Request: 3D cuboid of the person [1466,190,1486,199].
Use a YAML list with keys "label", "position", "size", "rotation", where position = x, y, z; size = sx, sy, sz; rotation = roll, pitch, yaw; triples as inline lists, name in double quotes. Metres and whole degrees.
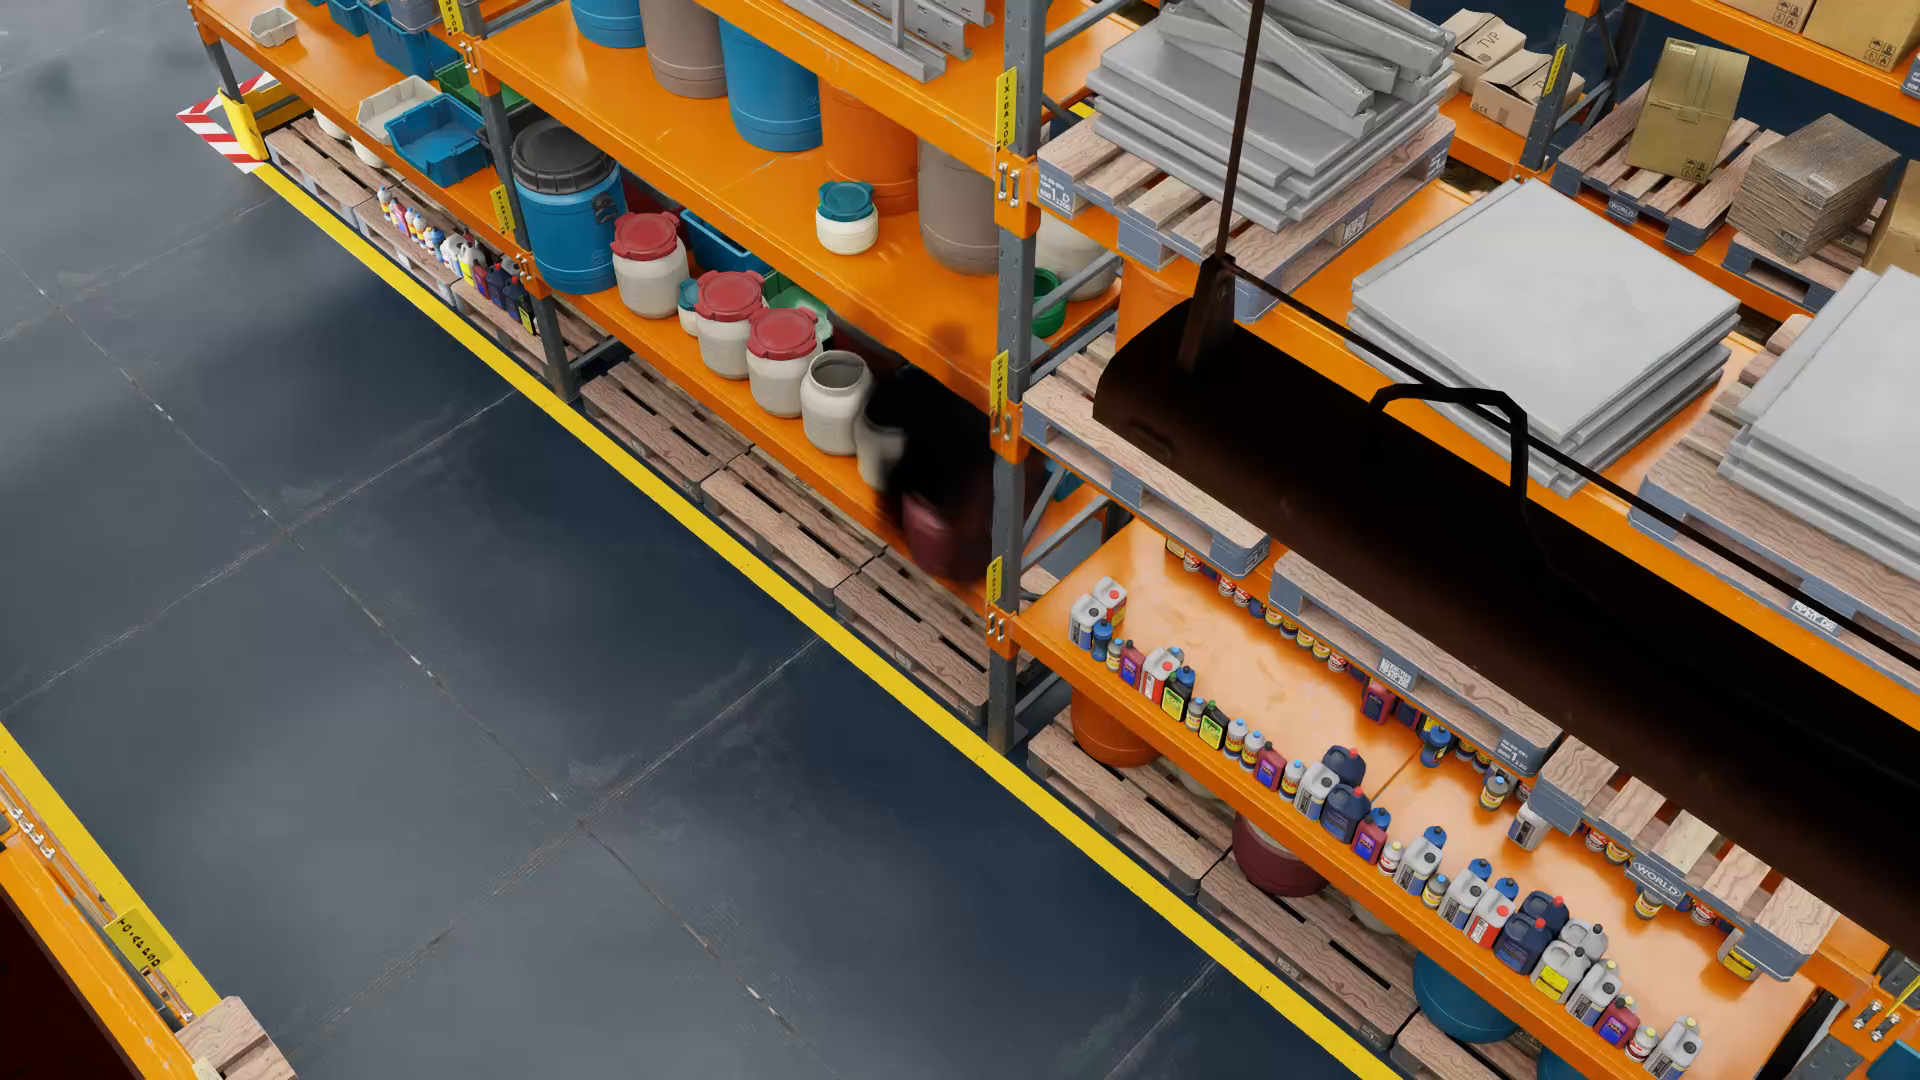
- label: "person"
  position: [2.937, -1.394, 10.029]
  size: [0.638, 1.663, 0.656]
  rotation: [37, 59, 27]
